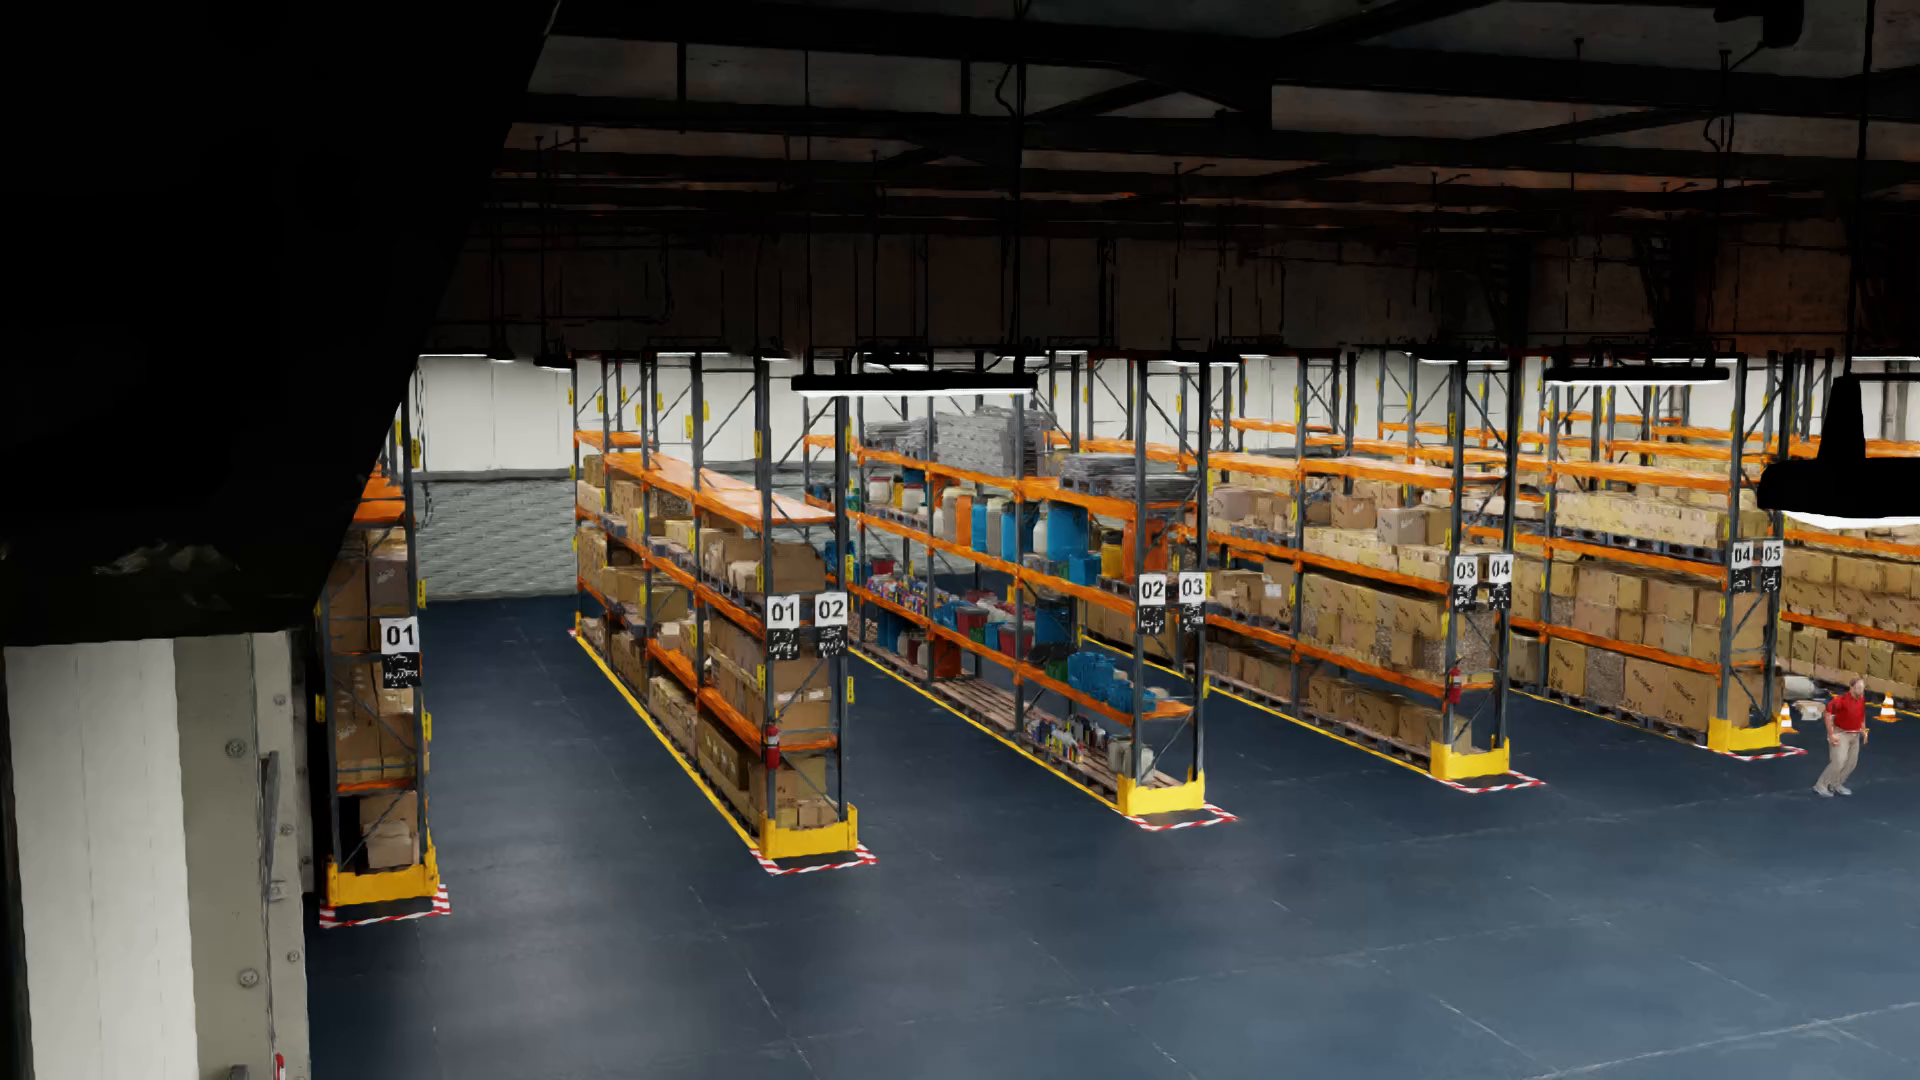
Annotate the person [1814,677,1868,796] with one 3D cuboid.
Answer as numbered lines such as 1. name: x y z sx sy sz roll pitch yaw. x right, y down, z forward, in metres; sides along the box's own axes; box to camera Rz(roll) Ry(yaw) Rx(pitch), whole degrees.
1. person: 12.101 2.682 22.772 0.682 1.676 0.535 -3 8 -22
